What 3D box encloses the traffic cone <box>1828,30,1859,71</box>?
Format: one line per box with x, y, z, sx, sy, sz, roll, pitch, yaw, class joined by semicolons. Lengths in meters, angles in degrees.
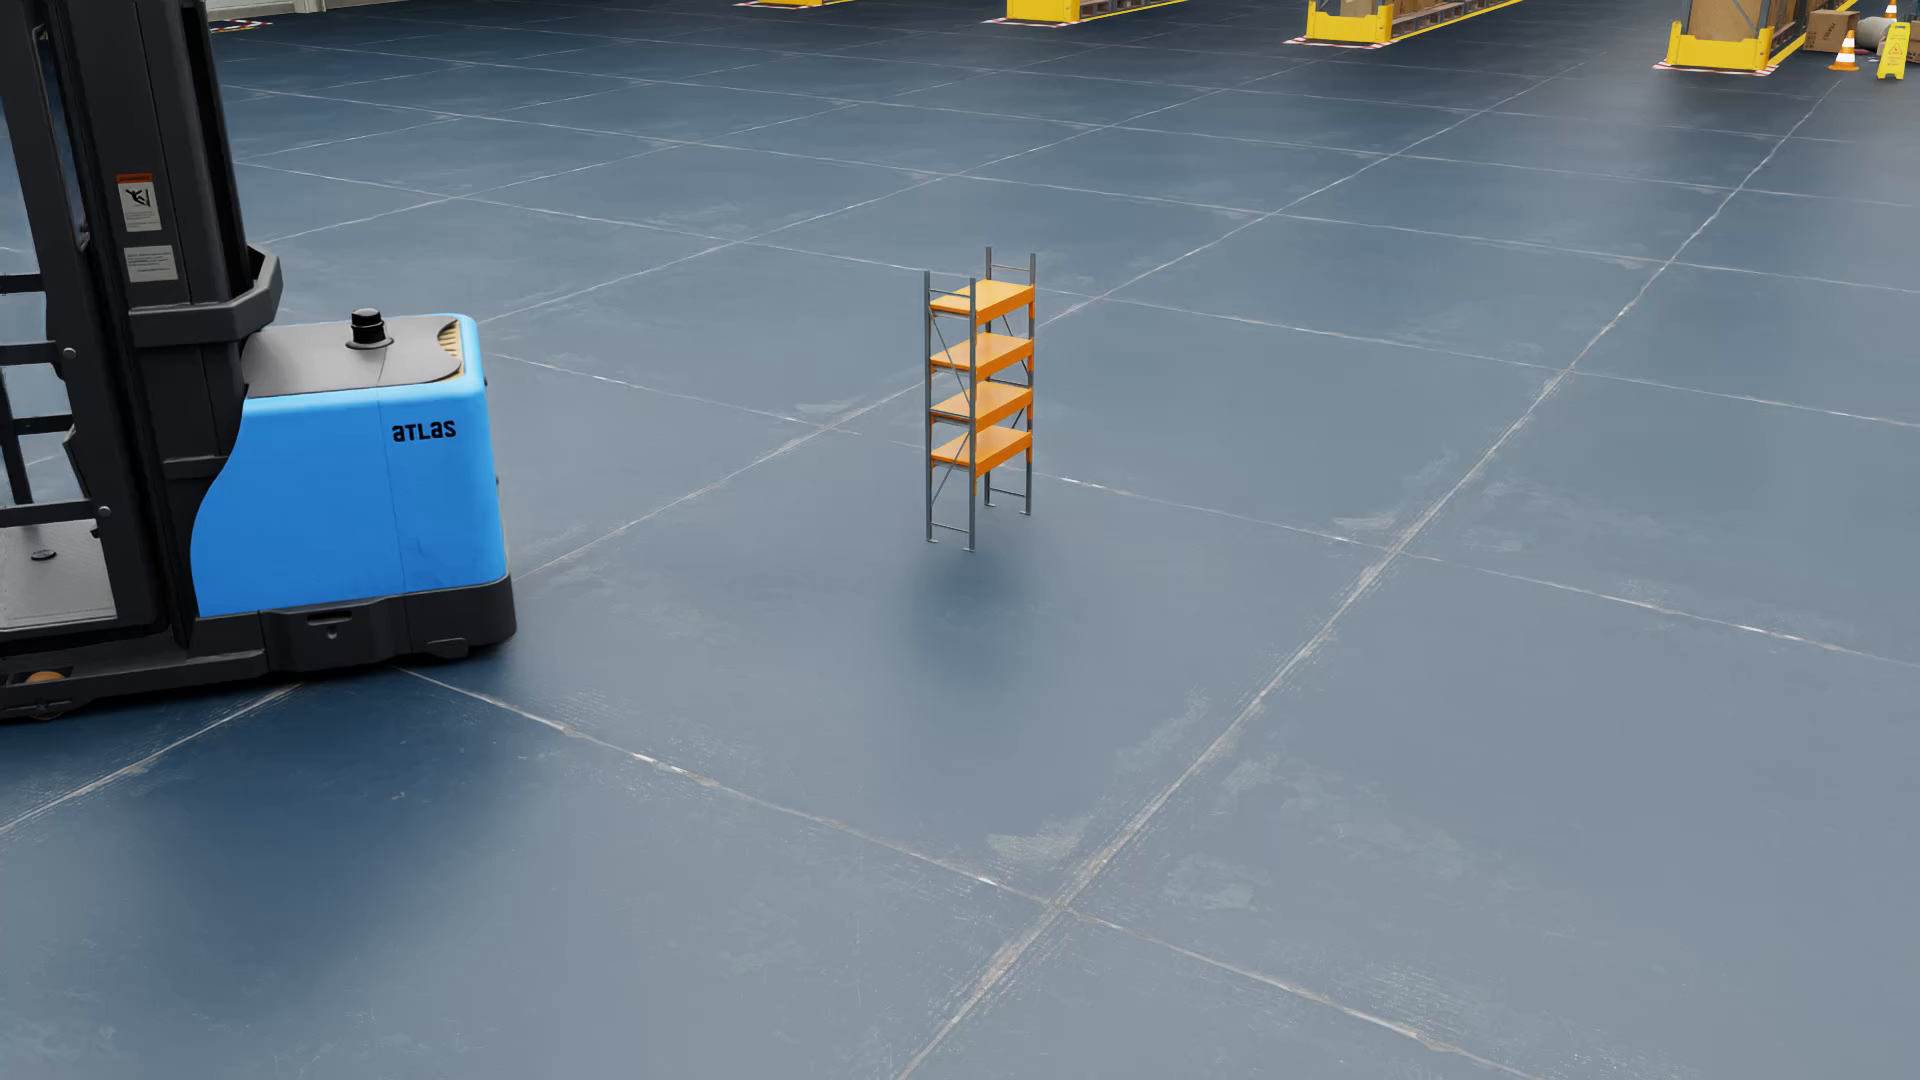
11.160;-6.165;20.908;0.336;0.463;0.334;14;27;29;traffic cone

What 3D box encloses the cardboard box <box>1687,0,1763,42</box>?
9.975;-6.908;21.577;0.875;0.875;0.875;14;27;29;cardboard box

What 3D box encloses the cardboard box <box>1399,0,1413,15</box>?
6.489;-8.190;25.011;0.500;0.500;0.500;17;29;34;cardboard box

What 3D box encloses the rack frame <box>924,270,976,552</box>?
-0.041;-0.524;6.950;0.240;1.200;0.015;14;27;29;rack frame

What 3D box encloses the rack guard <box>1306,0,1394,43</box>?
5.553;-7.399;23.713;1.175;0.500;0.348;14;27;29;rack guard

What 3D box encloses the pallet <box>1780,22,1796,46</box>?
11.316;-7.277;23.795;1.003;0.211;1.213;14;27;29;pallet

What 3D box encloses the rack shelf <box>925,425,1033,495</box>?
0.087;-0.363;7.246;0.258;0.148;0.480;14;27;29;rack shelf

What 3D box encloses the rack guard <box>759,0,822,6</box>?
-2.913;-9.443;28.433;1.175;0.500;0.348;14;27;29;rack guard

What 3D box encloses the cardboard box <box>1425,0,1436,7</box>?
7.082;-8.595;25.946;0.500;0.500;0.500;-18;29;-36;cardboard box

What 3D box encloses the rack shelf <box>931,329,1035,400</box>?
0.087;-0.750;7.079;0.258;0.148;0.480;14;27;29;rack shelf

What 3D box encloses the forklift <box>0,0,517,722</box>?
-3.250;-0.929;5.708;3.031;2.935;1.130;-7;24;-15;forklift

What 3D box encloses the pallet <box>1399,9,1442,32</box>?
6.656;-7.944;25.334;1.003;0.211;1.213;14;27;29;pallet

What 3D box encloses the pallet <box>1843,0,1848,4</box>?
14.951;-9.541;29.024;1.003;0.211;1.213;14;27;29;pallet

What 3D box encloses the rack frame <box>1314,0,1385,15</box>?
5.513;-8.521;23.157;1.000;3.000;0.127;14;27;29;rack frame

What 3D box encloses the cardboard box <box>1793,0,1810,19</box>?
12.035;-8.186;24.687;1.050;0.750;0.750;14;27;29;cardboard box

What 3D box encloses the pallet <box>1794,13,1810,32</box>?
12.127;-7.794;24.988;1.003;0.211;1.213;14;27;29;pallet

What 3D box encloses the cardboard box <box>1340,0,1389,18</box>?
5.857;-7.774;24.049;0.500;0.500;0.500;20;30;38;cardboard box

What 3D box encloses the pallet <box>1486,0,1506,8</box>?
8.675;-9.268;28.392;1.003;0.211;1.213;14;27;29;pallet

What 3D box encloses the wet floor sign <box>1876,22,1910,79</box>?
11.341;-5.942;20.164;0.267;0.644;0.232;9;25;20;wet floor sign

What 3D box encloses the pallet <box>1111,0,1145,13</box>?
2.383;-8.998;27.769;1.003;0.211;1.213;14;27;29;pallet

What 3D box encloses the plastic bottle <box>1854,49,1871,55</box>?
12.043;-6.543;22.287;0.283;0.061;0.133;5;24;11;plastic bottle

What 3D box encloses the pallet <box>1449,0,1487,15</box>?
8.033;-8.854;27.437;1.003;0.211;1.213;14;27;29;pallet

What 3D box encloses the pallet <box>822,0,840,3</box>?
-2.533;-9.585;29.126;1.003;0.211;1.213;14;27;29;pallet

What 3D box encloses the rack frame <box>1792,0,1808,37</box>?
11.784;-8.797;23.796;1.000;3.000;0.127;14;27;29;rack frame

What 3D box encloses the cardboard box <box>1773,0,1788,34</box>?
10.920;-7.512;22.973;0.875;0.875;0.875;14;27;29;cardboard box

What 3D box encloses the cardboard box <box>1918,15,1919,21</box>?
13.194;-6.801;22.157;0.797;0.637;0.503;14;27;29;cardboard box

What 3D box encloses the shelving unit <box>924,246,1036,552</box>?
0.087;-0.606;7.141;0.258;1.200;0.503;14;27;29;shelving unit

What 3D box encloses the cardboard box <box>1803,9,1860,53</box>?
11.837;-6.912;22.585;0.500;0.500;0.500;20;30;38;cardboard box

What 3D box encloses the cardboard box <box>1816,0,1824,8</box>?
13.038;-8.825;26.163;1.050;0.750;0.750;14;27;30;cardboard box

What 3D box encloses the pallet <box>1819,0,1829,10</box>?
13.414;-8.617;26.890;1.003;0.211;1.213;14;27;29;pallet

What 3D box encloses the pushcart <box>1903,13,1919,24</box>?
14.079;-7.052;23.064;1.648;0.377;0.936;5;24;11;pushcart
